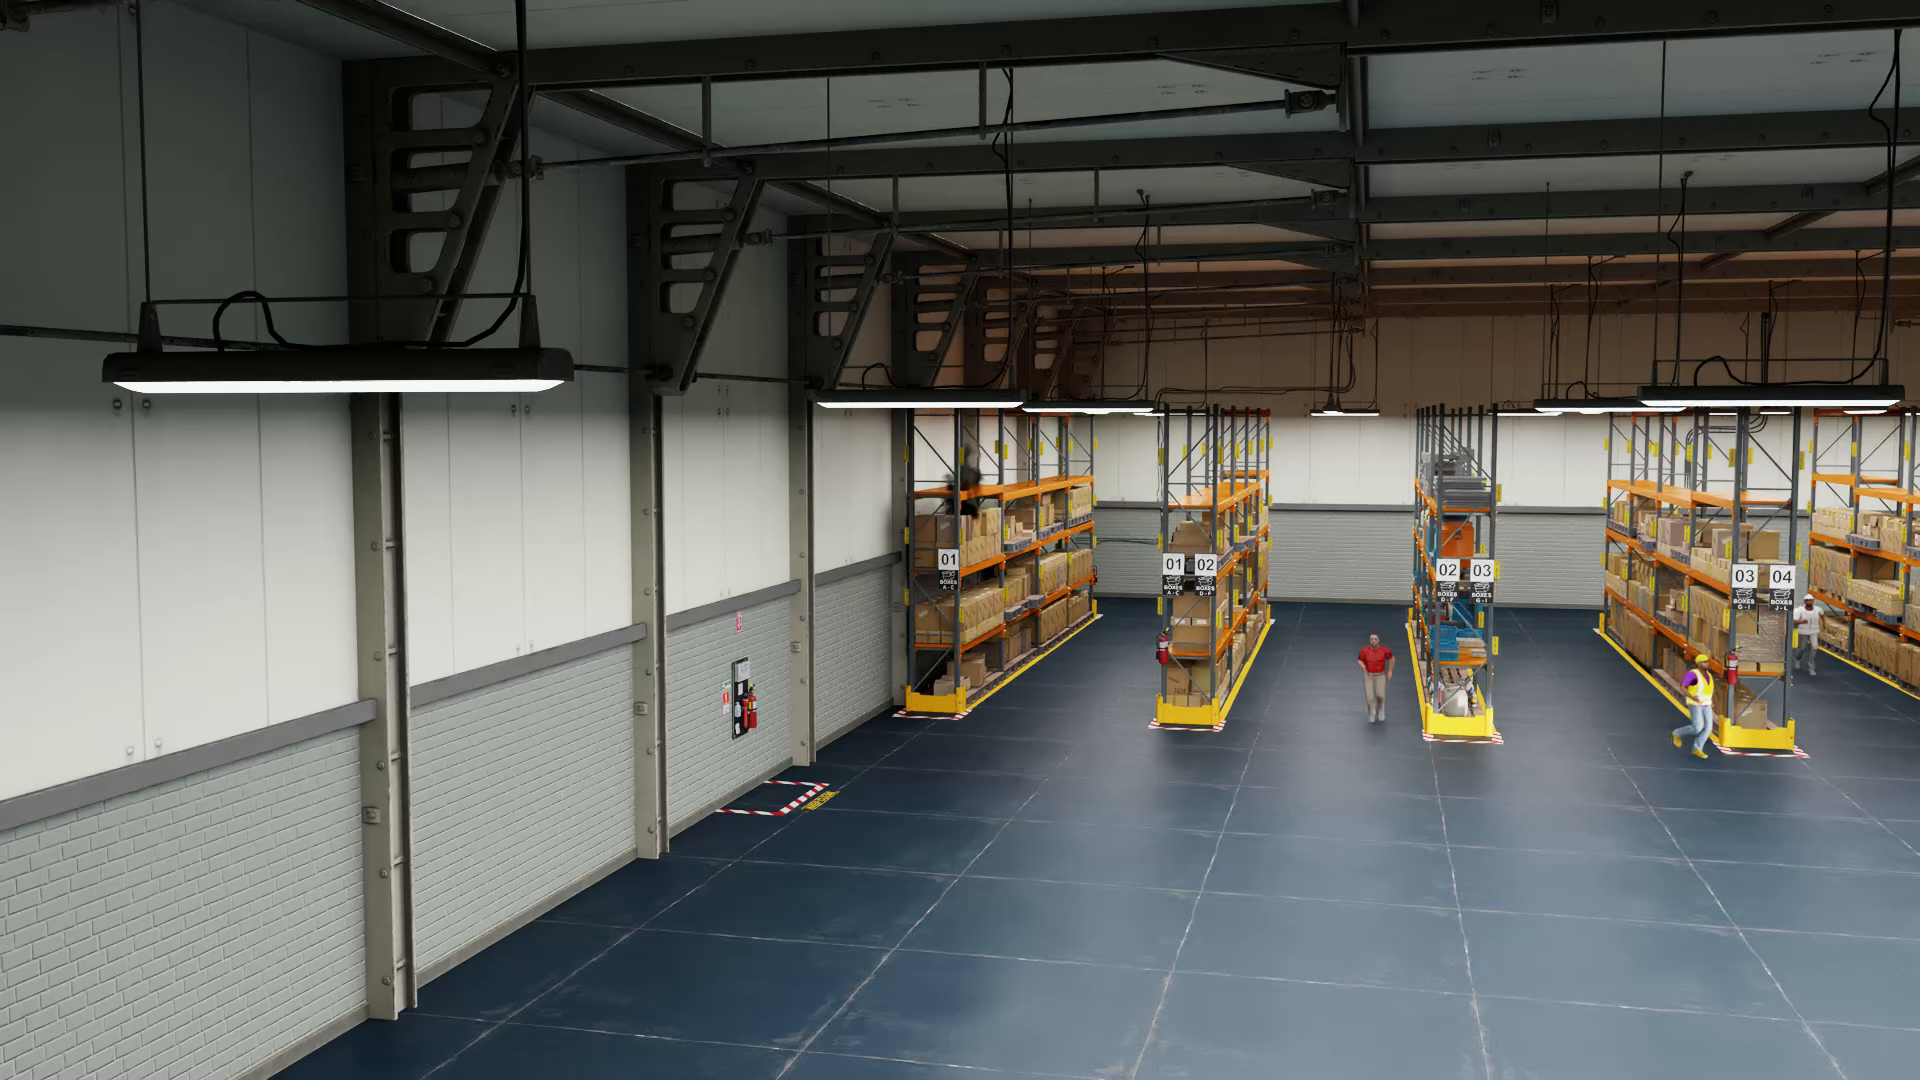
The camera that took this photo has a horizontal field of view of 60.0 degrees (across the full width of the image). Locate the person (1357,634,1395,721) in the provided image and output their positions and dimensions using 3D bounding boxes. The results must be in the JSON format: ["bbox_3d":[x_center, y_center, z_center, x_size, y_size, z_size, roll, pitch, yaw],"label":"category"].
[{"bbox_3d":[7.813,2.598,31.303,0.669,1.678,0.721,2,4,20],"label":"person"}]

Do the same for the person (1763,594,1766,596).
[{"bbox_3d":[20.981,1.712,43.729,0.691,1.714,0.681,-4,6,-42],"label":"person"}]

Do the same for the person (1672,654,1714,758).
[{"bbox_3d":[12.578,2.804,28.392,0.722,1.731,0.667,-2,5,-24],"label":"person"}]

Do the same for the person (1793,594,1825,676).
[{"bbox_3d":[19.101,2.116,37.453,0.711,1.812,0.911,1,4,17],"label":"person"}]
